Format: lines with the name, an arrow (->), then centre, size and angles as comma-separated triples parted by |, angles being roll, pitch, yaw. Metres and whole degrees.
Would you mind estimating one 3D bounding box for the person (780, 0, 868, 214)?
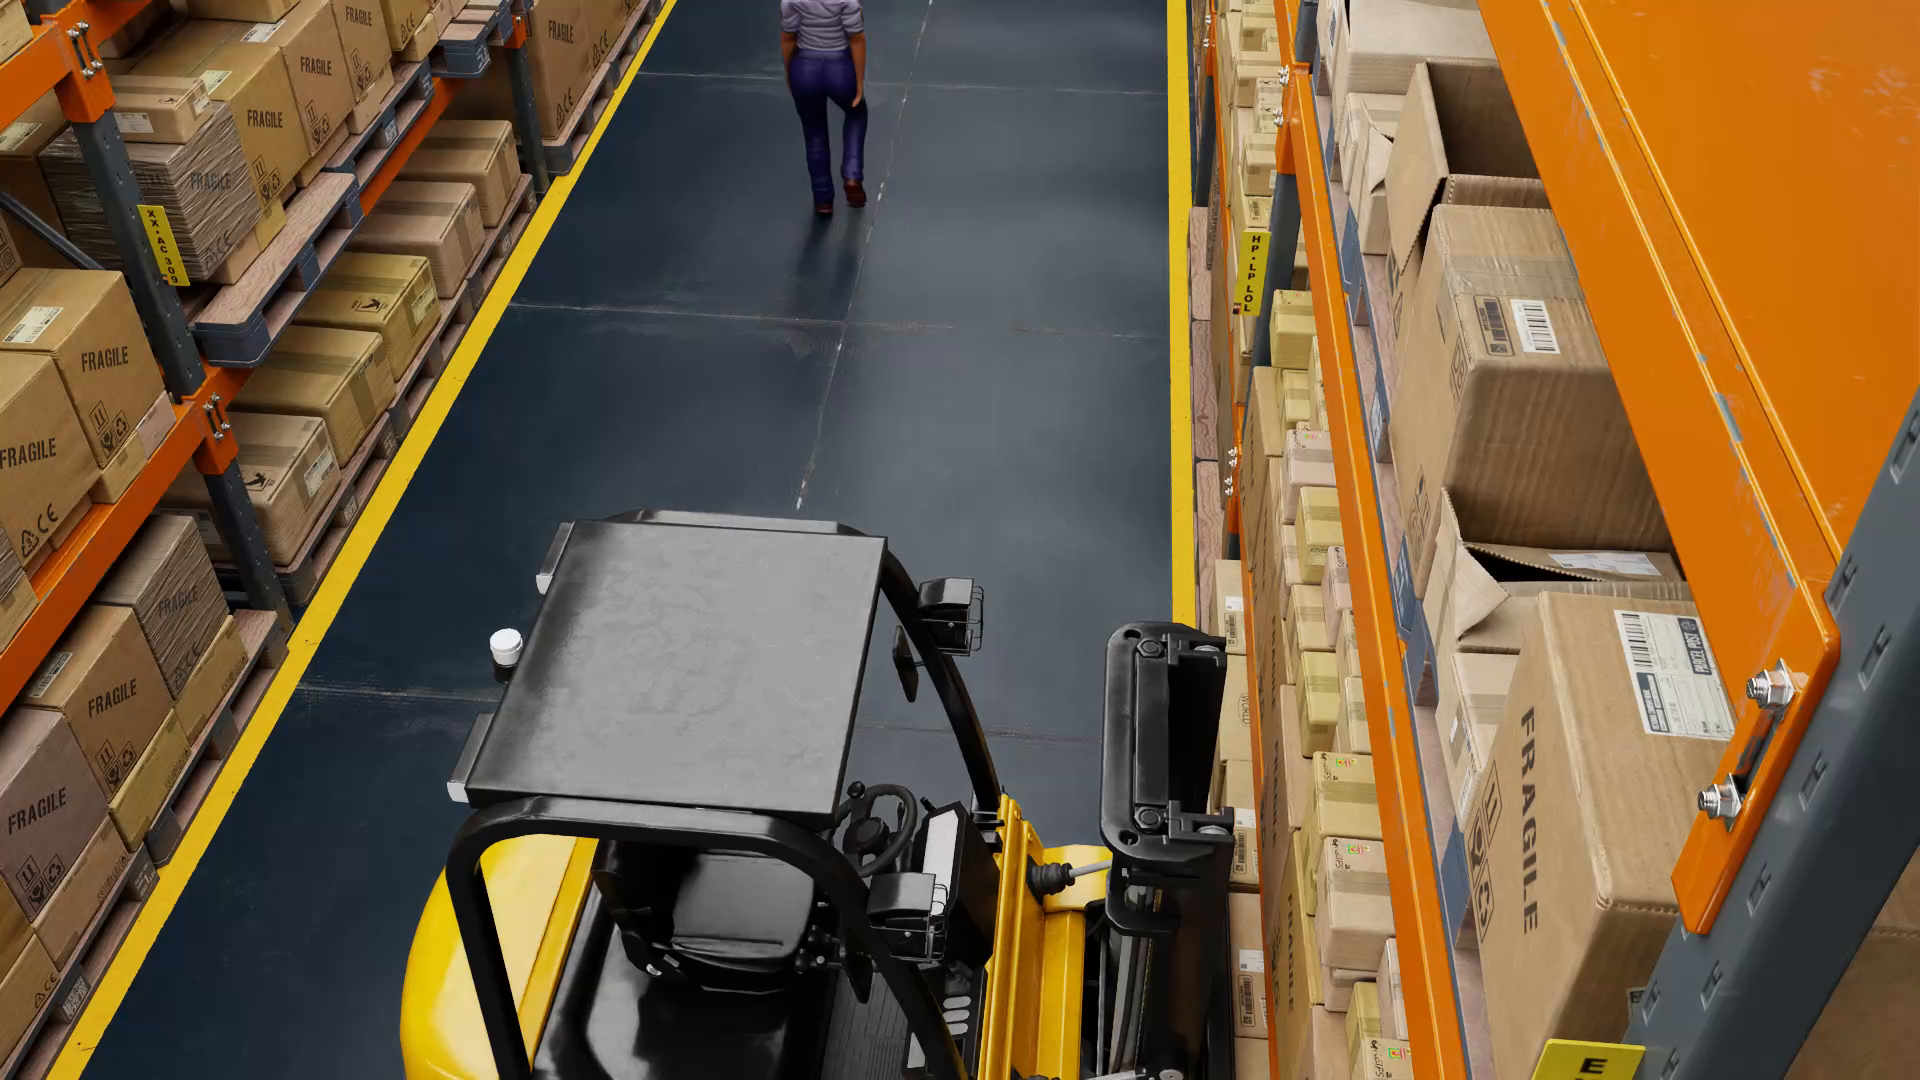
person -> -0.774, -2.690, 9.612 | 0.485, 1.664, 0.441 | -1, 40, -1
